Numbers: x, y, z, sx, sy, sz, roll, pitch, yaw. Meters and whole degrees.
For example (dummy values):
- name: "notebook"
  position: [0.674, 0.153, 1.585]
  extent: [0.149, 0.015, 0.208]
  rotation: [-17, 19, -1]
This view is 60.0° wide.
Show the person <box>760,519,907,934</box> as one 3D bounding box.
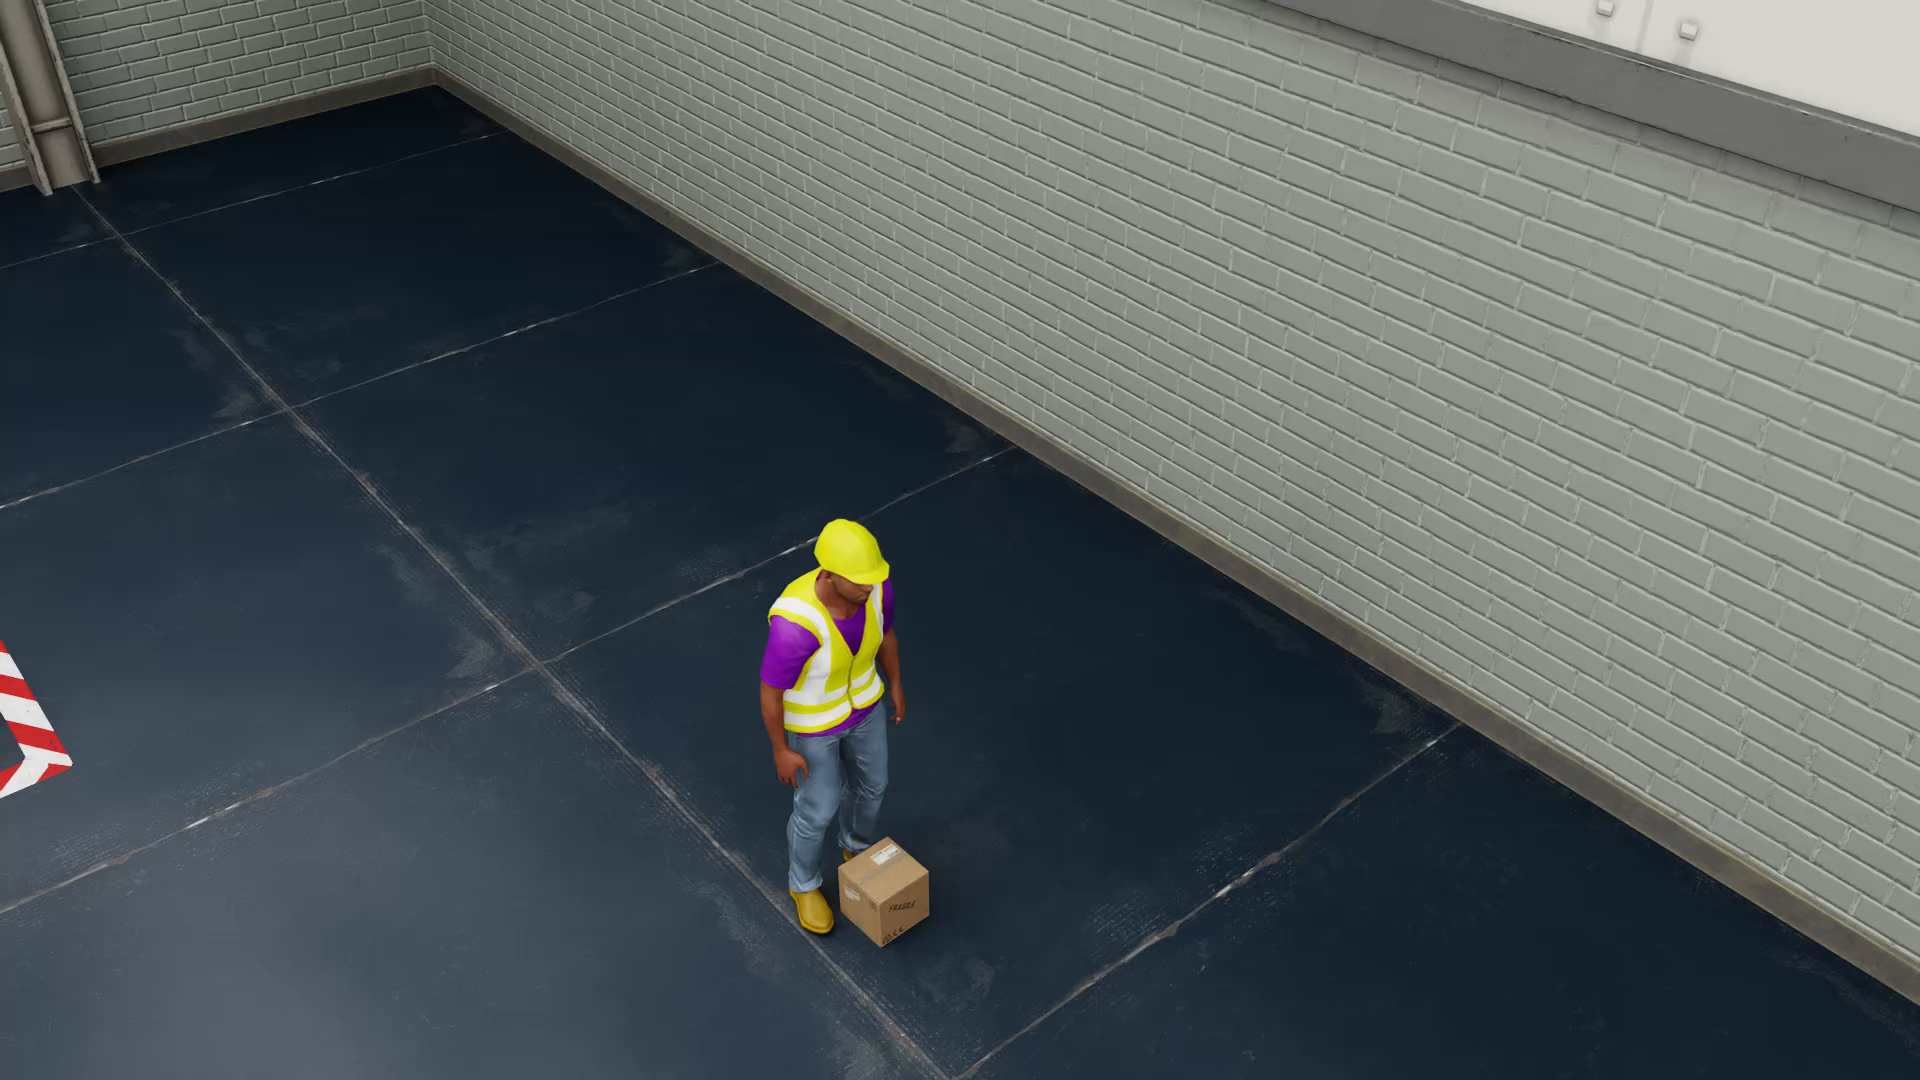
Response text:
- name: "person"
  position: [-0.446, 0.650, 6.159]
  extent: [0.632, 1.759, 0.461]
  rotation: [-29, 45, -34]
